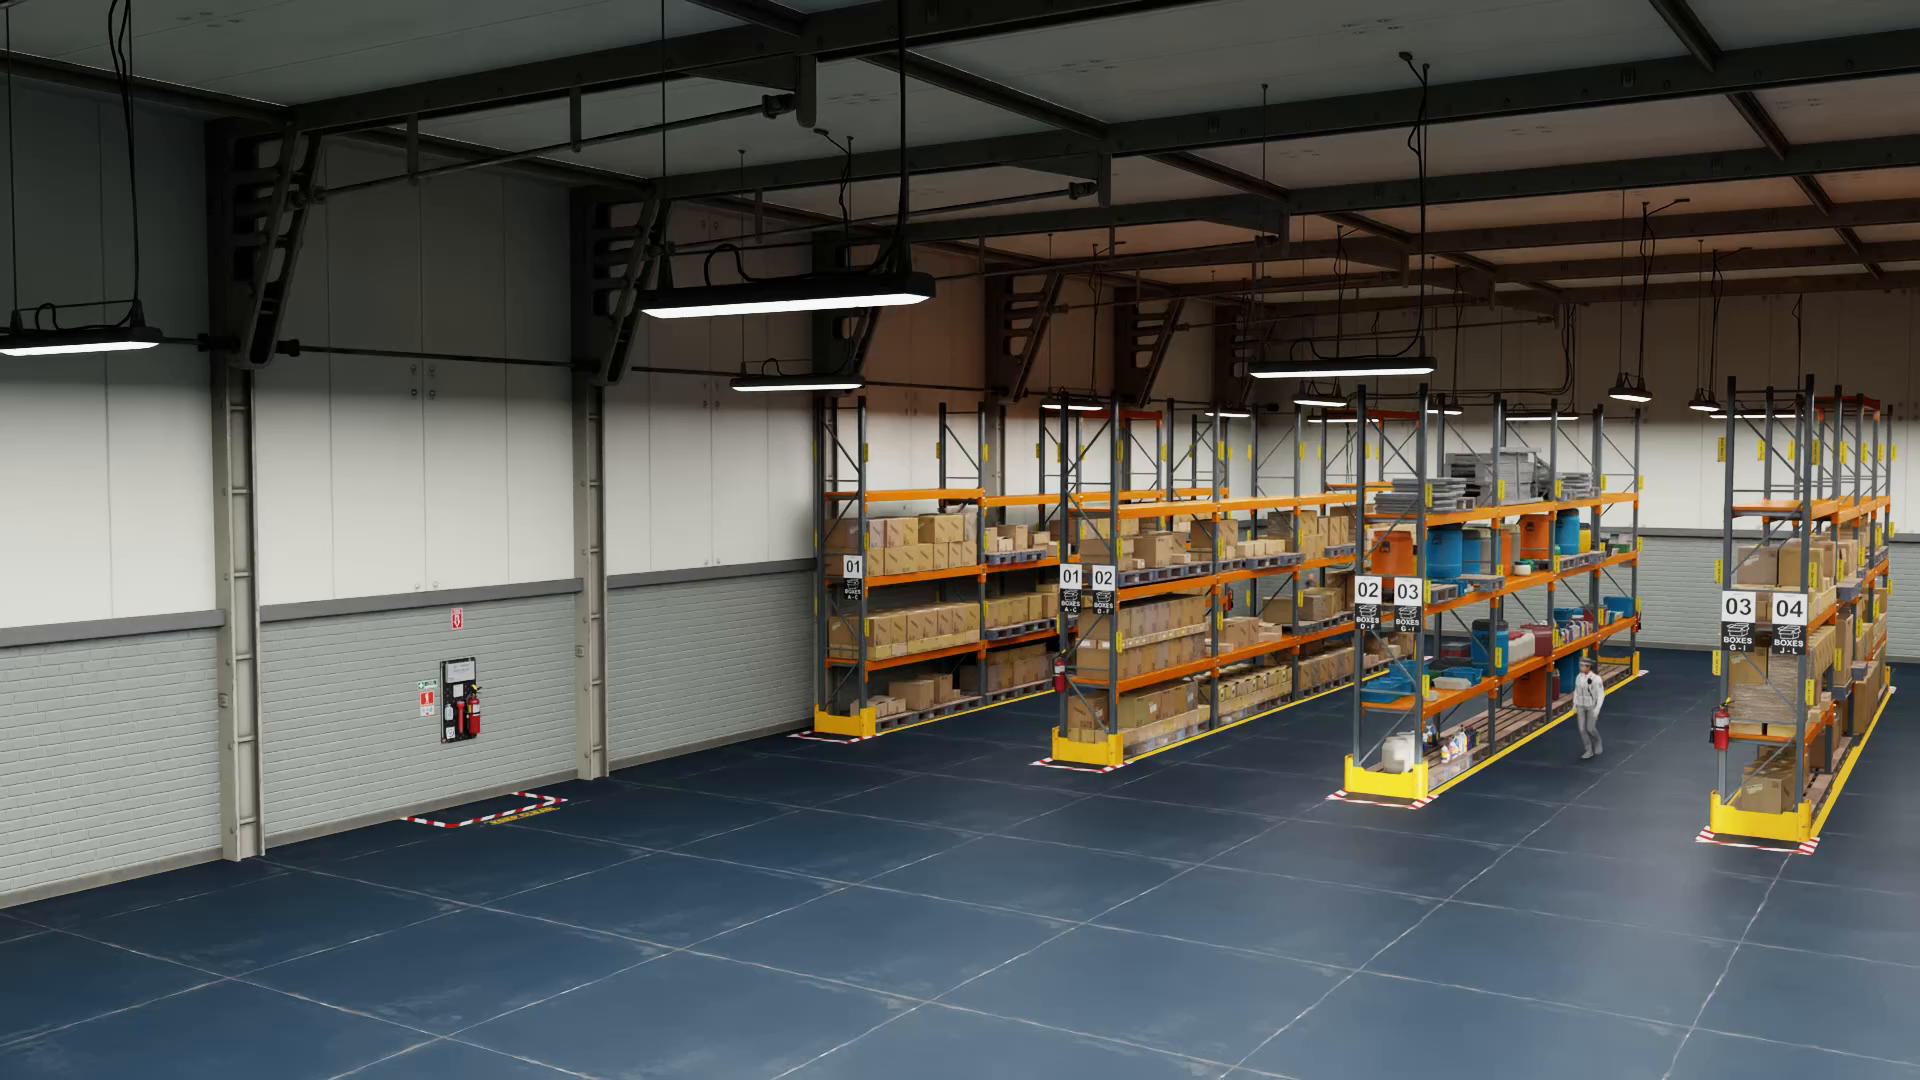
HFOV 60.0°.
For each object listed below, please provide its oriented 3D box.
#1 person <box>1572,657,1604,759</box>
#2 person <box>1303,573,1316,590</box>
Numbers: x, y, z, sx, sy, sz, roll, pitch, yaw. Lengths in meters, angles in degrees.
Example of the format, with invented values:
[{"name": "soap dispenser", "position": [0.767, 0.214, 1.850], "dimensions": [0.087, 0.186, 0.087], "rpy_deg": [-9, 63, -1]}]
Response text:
[{"name": "person", "position": [10.339, 2.745, 27.333], "dimensions": [0.467, 1.662, 0.543], "rpy_deg": [-3, 4, -41]}, {"name": "person", "position": [9.642, 1.752, 45.641], "dimensions": [0.527, 1.698, 0.798], "rpy_deg": [-1, 3, -17]}]
